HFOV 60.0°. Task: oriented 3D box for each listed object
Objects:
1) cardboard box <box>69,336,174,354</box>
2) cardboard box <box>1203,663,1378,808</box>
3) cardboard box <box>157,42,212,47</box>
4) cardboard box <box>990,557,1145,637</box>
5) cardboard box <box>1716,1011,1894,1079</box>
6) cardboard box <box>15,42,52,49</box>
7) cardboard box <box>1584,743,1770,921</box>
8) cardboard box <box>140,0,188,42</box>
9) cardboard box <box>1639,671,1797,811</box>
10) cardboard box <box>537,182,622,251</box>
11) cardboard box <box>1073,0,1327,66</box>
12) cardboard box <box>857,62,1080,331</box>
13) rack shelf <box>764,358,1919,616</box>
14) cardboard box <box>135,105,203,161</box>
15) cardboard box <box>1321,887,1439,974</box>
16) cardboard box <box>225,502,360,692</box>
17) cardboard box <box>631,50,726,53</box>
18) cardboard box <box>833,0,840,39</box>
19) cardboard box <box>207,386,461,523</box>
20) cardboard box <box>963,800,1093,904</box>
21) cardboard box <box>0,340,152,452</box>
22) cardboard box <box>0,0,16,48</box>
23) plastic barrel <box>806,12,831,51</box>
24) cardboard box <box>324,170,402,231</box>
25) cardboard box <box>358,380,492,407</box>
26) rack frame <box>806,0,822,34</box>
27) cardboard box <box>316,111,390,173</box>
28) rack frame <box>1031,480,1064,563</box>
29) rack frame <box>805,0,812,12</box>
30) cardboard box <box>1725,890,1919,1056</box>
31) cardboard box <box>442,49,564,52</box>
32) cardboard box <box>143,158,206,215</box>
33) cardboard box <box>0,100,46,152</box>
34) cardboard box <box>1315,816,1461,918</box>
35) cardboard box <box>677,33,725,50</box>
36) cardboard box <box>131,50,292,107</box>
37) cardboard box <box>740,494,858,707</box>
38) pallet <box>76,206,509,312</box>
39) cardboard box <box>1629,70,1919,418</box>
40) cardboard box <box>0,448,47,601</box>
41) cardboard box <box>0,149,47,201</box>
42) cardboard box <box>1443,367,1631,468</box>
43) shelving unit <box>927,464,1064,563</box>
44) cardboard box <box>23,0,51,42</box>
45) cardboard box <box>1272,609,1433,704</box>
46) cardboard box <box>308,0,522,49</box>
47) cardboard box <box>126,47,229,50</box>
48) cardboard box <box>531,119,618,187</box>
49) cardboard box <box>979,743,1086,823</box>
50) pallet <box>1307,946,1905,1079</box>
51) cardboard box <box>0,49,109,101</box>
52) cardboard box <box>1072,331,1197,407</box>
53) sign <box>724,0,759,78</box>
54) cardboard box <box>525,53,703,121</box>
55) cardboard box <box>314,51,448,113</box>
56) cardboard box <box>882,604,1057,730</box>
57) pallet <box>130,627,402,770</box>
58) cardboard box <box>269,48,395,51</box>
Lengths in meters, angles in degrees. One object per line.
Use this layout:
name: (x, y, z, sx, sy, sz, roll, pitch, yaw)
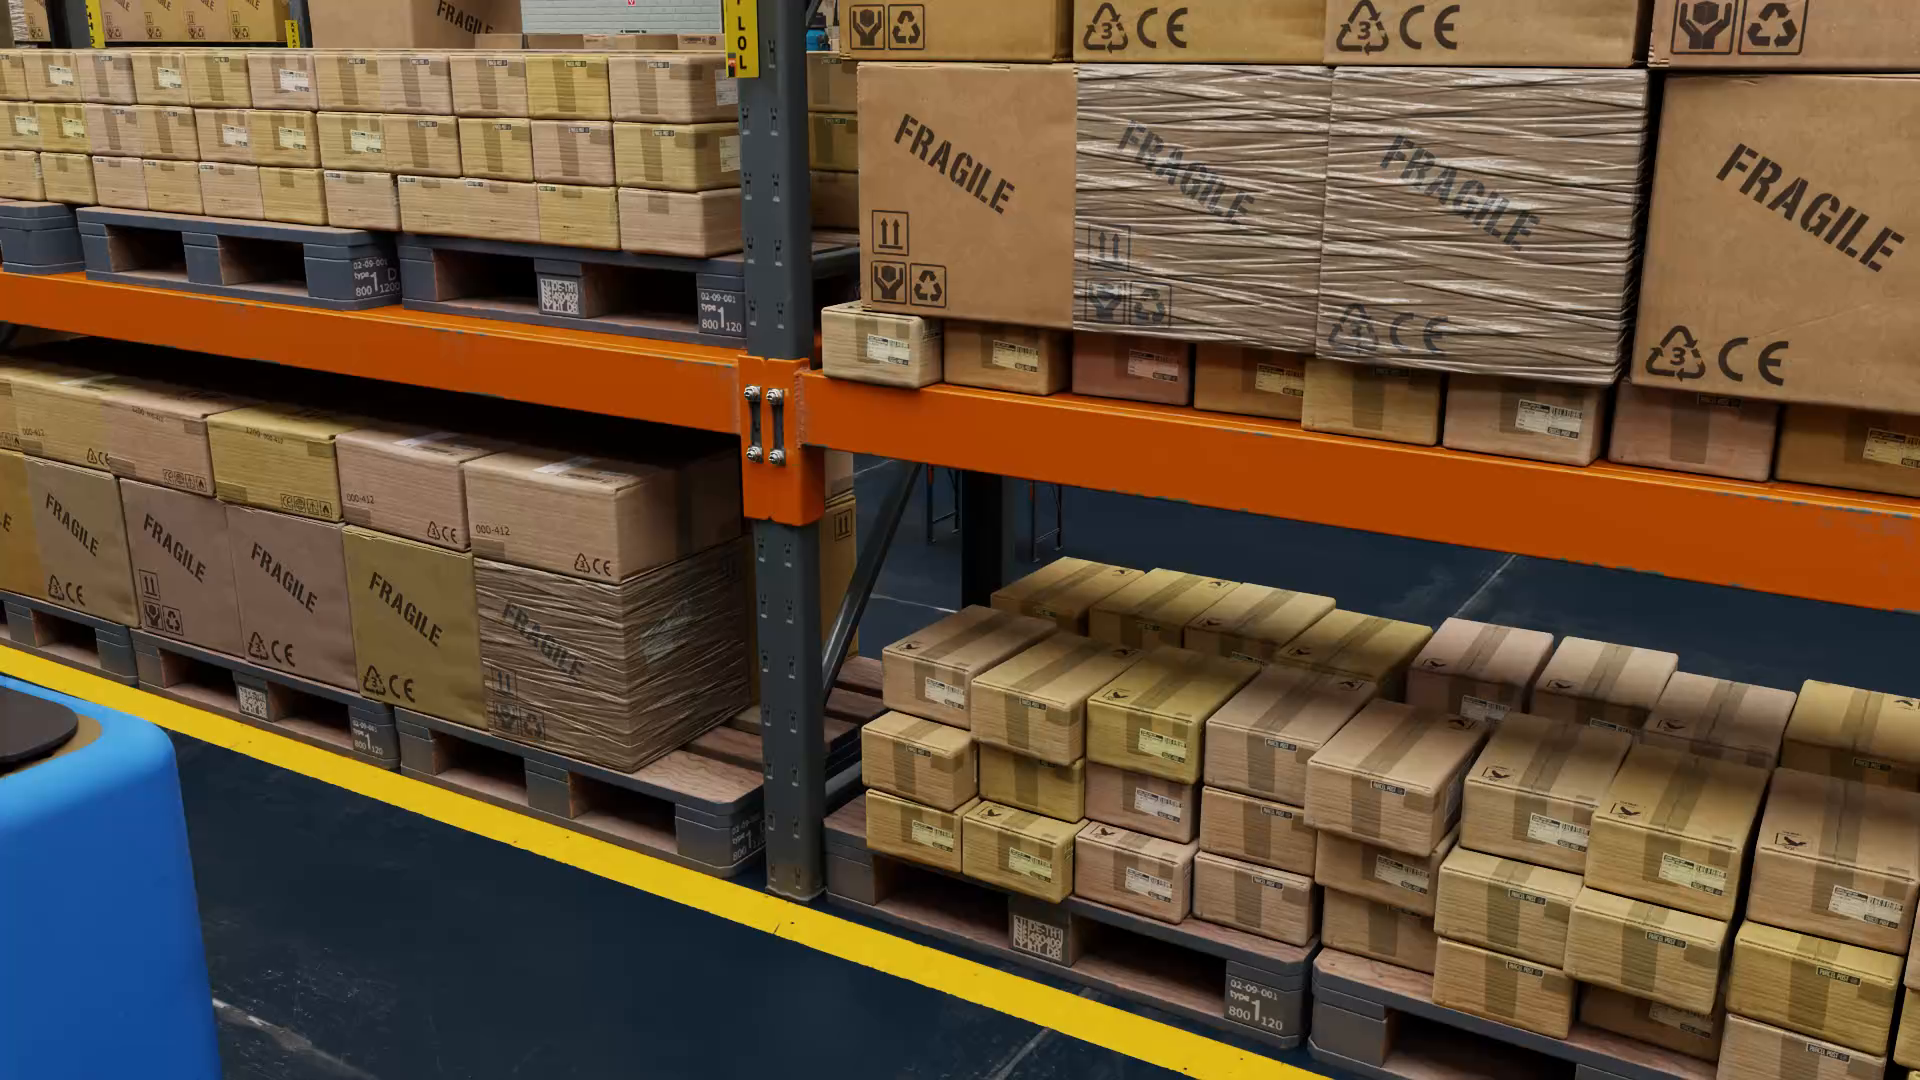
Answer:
cardboard box: (-2.847, -0.622, 6.058, 0.500, 0.250, 0.500, 10, 19, 29)
cardboard box: (0.706, 0.410, 3.531, 0.250, 0.149, 0.380, 10, 19, 29)
cardboard box: (-5.531, -3.529, 12.655, 0.500, 0.500, 0.875, 10, 20, 30)
cardboard box: (0.281, 0.179, 4.291, 0.250, 0.149, 0.380, 11, 20, 32)
cardboard box: (1.551, 0.874, 3.025, 0.250, 0.149, 0.380, 11, 20, 31)
cardboard box: (-7.247, -3.827, 13.637, 0.500, 0.500, 0.875, 10, 20, 30)
cardboard box: (1.345, 0.537, 3.112, 0.250, 0.149, 0.380, 10, 20, 30)
cardboard box: (-5.673, -3.940, 12.288, 0.500, 0.500, 0.500, 10, 20, 30)
cardboard box: (1.586, 0.424, 3.484, 0.250, 0.149, 0.380, 10, 20, 30)
cardboard box: (-0.822, -0.821, 4.132, 0.250, 0.149, 0.380, 10, 20, 30)
cardboard box: (0.548, -1.154, 3.115, 0.500, 0.500, 0.500, 9, 19, 28)
cardboard box: (0.132, -0.742, 3.479, 0.500, 0.500, 0.500, 10, 19, 29)
rack shelf: (1.546, -0.041, 3.093, 4.000, 0.370, 1.077, 10, 20, 30)
cardboard box: (-2.162, -1.202, 4.876, 0.250, 0.149, 0.380, 10, 20, 30)
cardboard box: (0.940, 0.733, 3.491, 0.250, 0.149, 0.380, 9, 19, 28)
cardboard box: (-1.792, 0.098, 4.975, 0.500, 0.500, 0.500, 10, 19, 29)
cardboard box: (-0.711, -1.309, 4.716, 0.250, 0.149, 0.380, 10, 20, 31)
cardboard box: (-1.197, -6.612, 21.083, 0.500, 0.500, 0.700, 10, 20, 30)
cardboard box: (-1.814, -0.262, 4.872, 0.500, 0.250, 0.500, 9, 19, 28)
cardboard box: (0.211, 0.649, 3.766, 0.250, 0.149, 0.380, 11, 20, 32)
cardboard box: (-3.106, -0.497, 5.644, 0.500, 0.250, 0.500, 9, 19, 28)
cardboard box: (-3.944, -1.895, 6.066, 0.500, 0.500, 0.700, 10, 20, 30)
plastic barrel: (-1.531, -4.452, 15.514, 0.708, 0.901, 0.600, 10, 20, 30)
cardboard box: (-1.487, -0.938, 4.519, 0.250, 0.149, 0.380, 9, 19, 28)
cardboard box: (-1.537, -0.390, 5.292, 0.500, 0.250, 0.500, 11, 20, 32)
rack frame: (-0.885, -2.511, 9.986, 0.127, 3.000, 1.000, 10, 20, 30)
cardboard box: (-1.492, -1.083, 4.483, 0.250, 0.149, 0.380, 9, 19, 27)
rack frame: (0.349, -0.512, 6.502, 0.015, 1.200, 0.240, 10, 20, 30)
rack frame: (-1.701, -4.346, 16.028, 0.127, 3.000, 1.000, 10, 20, 30)
cardboard box: (1.551, 0.732, 2.980, 0.250, 0.149, 0.380, 11, 20, 33)
cardboard box: (-1.355, -1.425, 5.098, 0.250, 0.149, 0.380, 11, 20, 32)
cardboard box: (-2.160, -1.059, 4.918, 0.250, 0.149, 0.380, 10, 20, 31)
cardboard box: (-2.799, -1.317, 5.254, 0.250, 0.149, 0.380, 9, 19, 28)
cardboard box: (0.923, 0.600, 3.417, 0.250, 0.149, 0.380, 11, 20, 33)
cardboard box: (-1.366, -2.832, 10.149, 0.500, 0.500, 0.500, 8, 18, 23)
cardboard box: (-2.153, -1.345, 4.836, 0.250, 0.149, 0.380, 11, 20, 32)
cardboard box: (-0.649, 0.128, 4.879, 0.500, 0.500, 0.500, 11, 20, 32)
pallet: (-1.858, -0.915, 5.063, 1.213, 0.211, 1.003, 10, 20, 30)
cardboard box: (1.440, -0.509, 2.711, 0.500, 0.500, 0.500, 11, 20, 33)
cardboard box: (-3.097, -0.132, 5.733, 0.500, 0.500, 0.500, 9, 19, 28)
cardboard box: (-2.832, -1.179, 5.311, 0.250, 0.149, 0.380, 11, 20, 33)
cardboard box: (1.060, -0.257, 2.998, 0.250, 0.149, 0.380, 11, 20, 32)
shelving unit: (0.141, -0.549, 6.624, 0.503, 1.200, 0.258, 10, 20, 30)
cardboard box: (-6.953, -4.167, 13.036, 0.500, 0.500, 0.500, 10, 20, 30)
cardboard box: (0.916, 0.303, 3.883, 0.250, 0.149, 0.380, 11, 20, 32)
cardboard box: (-3.690, -3.452, 11.329, 1.000, 1.000, 1.000, 10, 20, 30)
cardboard box: (-2.696, -1.663, 5.883, 0.250, 0.149, 0.380, 10, 19, 29)
cardboard box: (-0.826, -0.964, 4.091, 0.250, 0.149, 0.380, 10, 20, 30)
cardboard box: (0.246, 0.482, 3.804, 0.250, 0.149, 0.380, 10, 20, 30)
pallet: (1.476, 0.924, 3.478, 1.213, 0.211, 1.003, 10, 20, 30)
cardboard box: (-2.837, -1.466, 5.234, 0.250, 0.149, 0.380, 10, 20, 30)
cardboard box: (0.426, -0.397, 3.458, 0.250, 0.149, 0.380, 9, 19, 28)
sign: (-0.446, -1.105, 3.367, 0.005, 0.325, 0.100, 10, 20, 30)
cardboard box: (-0.832, -1.108, 4.055, 0.250, 0.149, 0.380, 9, 19, 28)
cardboard box: (-1.482, -1.226, 4.443, 0.250, 0.149, 0.380, 9, 19, 28)
cardboard box: (0.027, 0.293, 3.915, 0.250, 0.149, 0.380, 11, 20, 32)
pallet: (-1.866, 0.341, 5.394, 1.213, 0.211, 1.003, 10, 20, 30)
cardboard box: (-2.041, -1.546, 5.495, 0.250, 0.149, 0.380, 10, 20, 30)
